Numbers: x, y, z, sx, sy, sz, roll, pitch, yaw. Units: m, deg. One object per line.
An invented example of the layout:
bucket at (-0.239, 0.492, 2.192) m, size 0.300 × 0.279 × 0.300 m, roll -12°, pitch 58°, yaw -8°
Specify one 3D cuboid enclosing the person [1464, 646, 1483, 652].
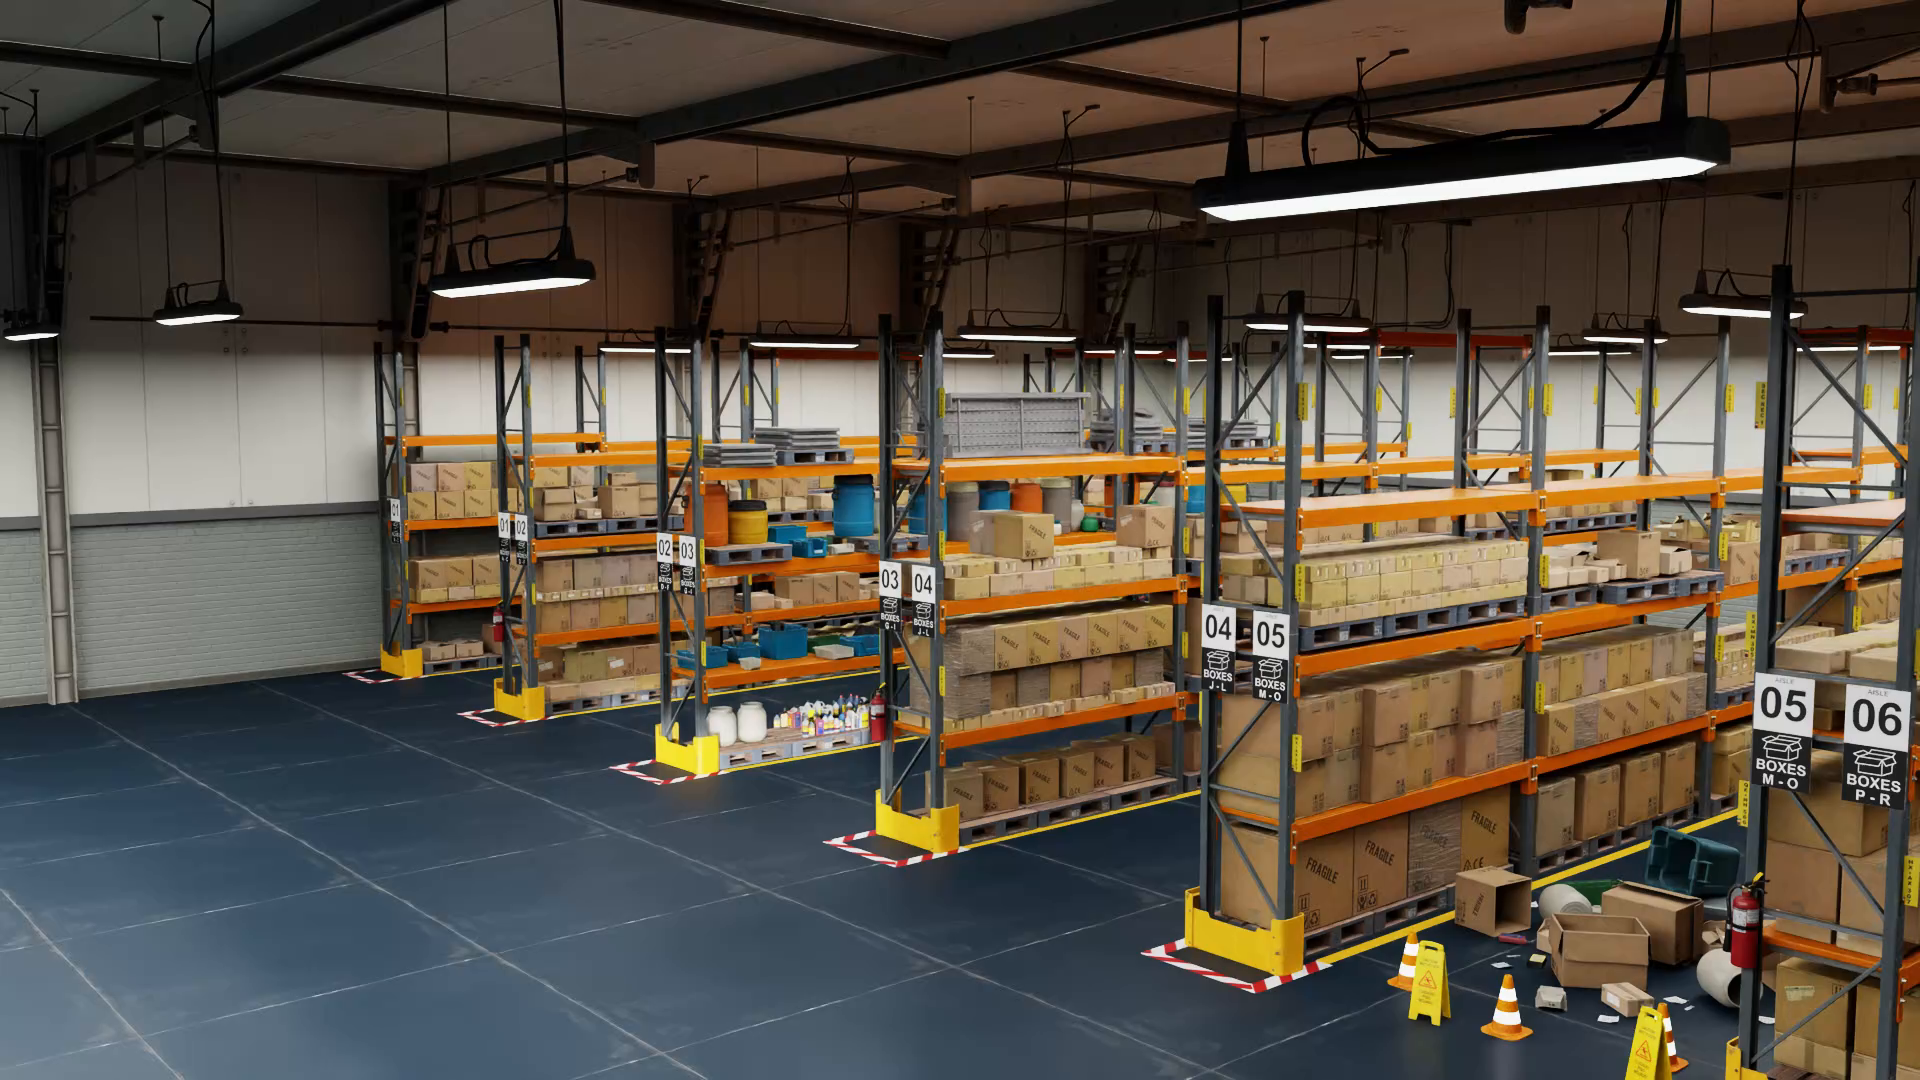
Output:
person at (7.051, 2.239, 22.986) m, size 0.439 × 1.613 × 1.046 m, roll 4°, pitch 7°, yaw 39°
